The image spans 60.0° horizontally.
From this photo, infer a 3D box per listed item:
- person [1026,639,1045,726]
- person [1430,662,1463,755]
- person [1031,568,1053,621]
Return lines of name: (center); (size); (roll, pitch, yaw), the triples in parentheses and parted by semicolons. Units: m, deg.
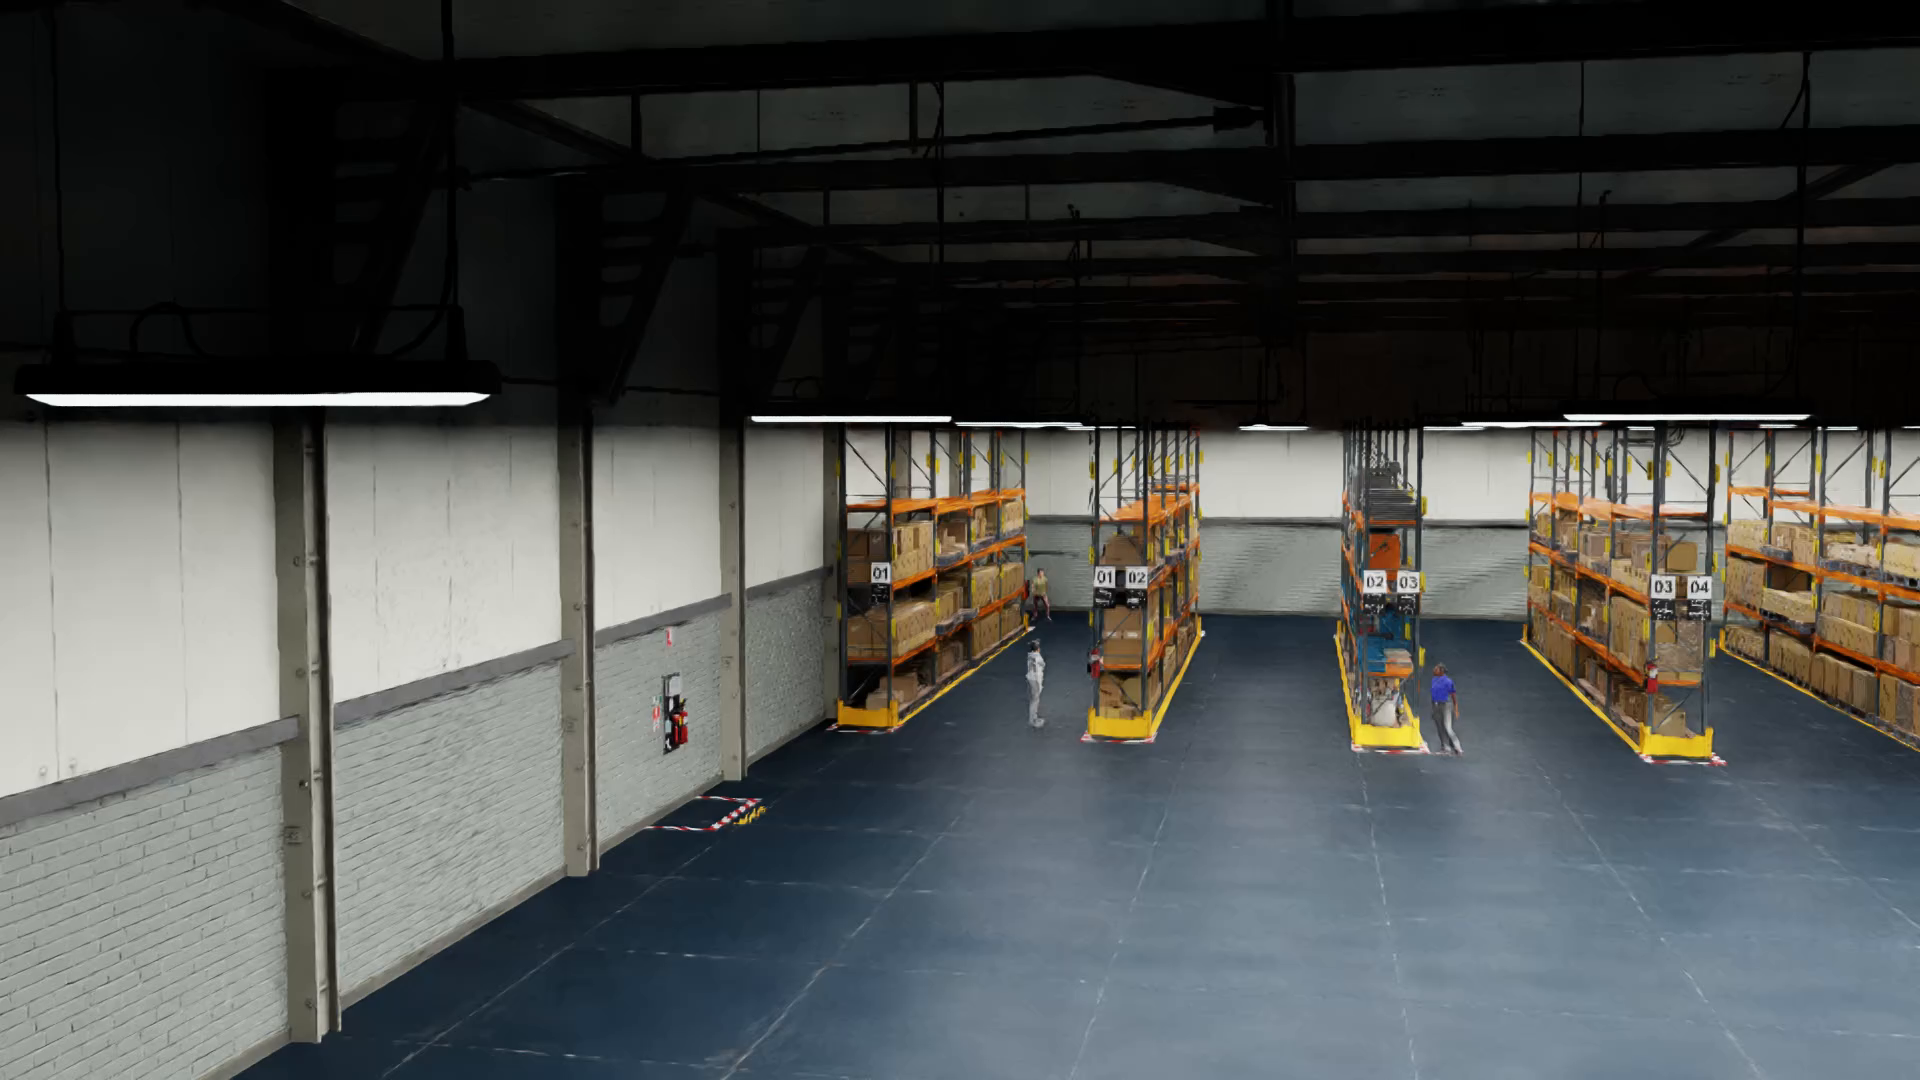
person: (1.502, 2.770, 32.437); (0.416, 1.676, 0.532); (-1, 4, -20)
person: (8.620, 2.988, 29.439); (0.443, 1.645, 0.596); (-3, 5, -35)
person: (2.443, 1.641, 50.435); (0.625, 1.607, 0.808); (0, 4, -6)
